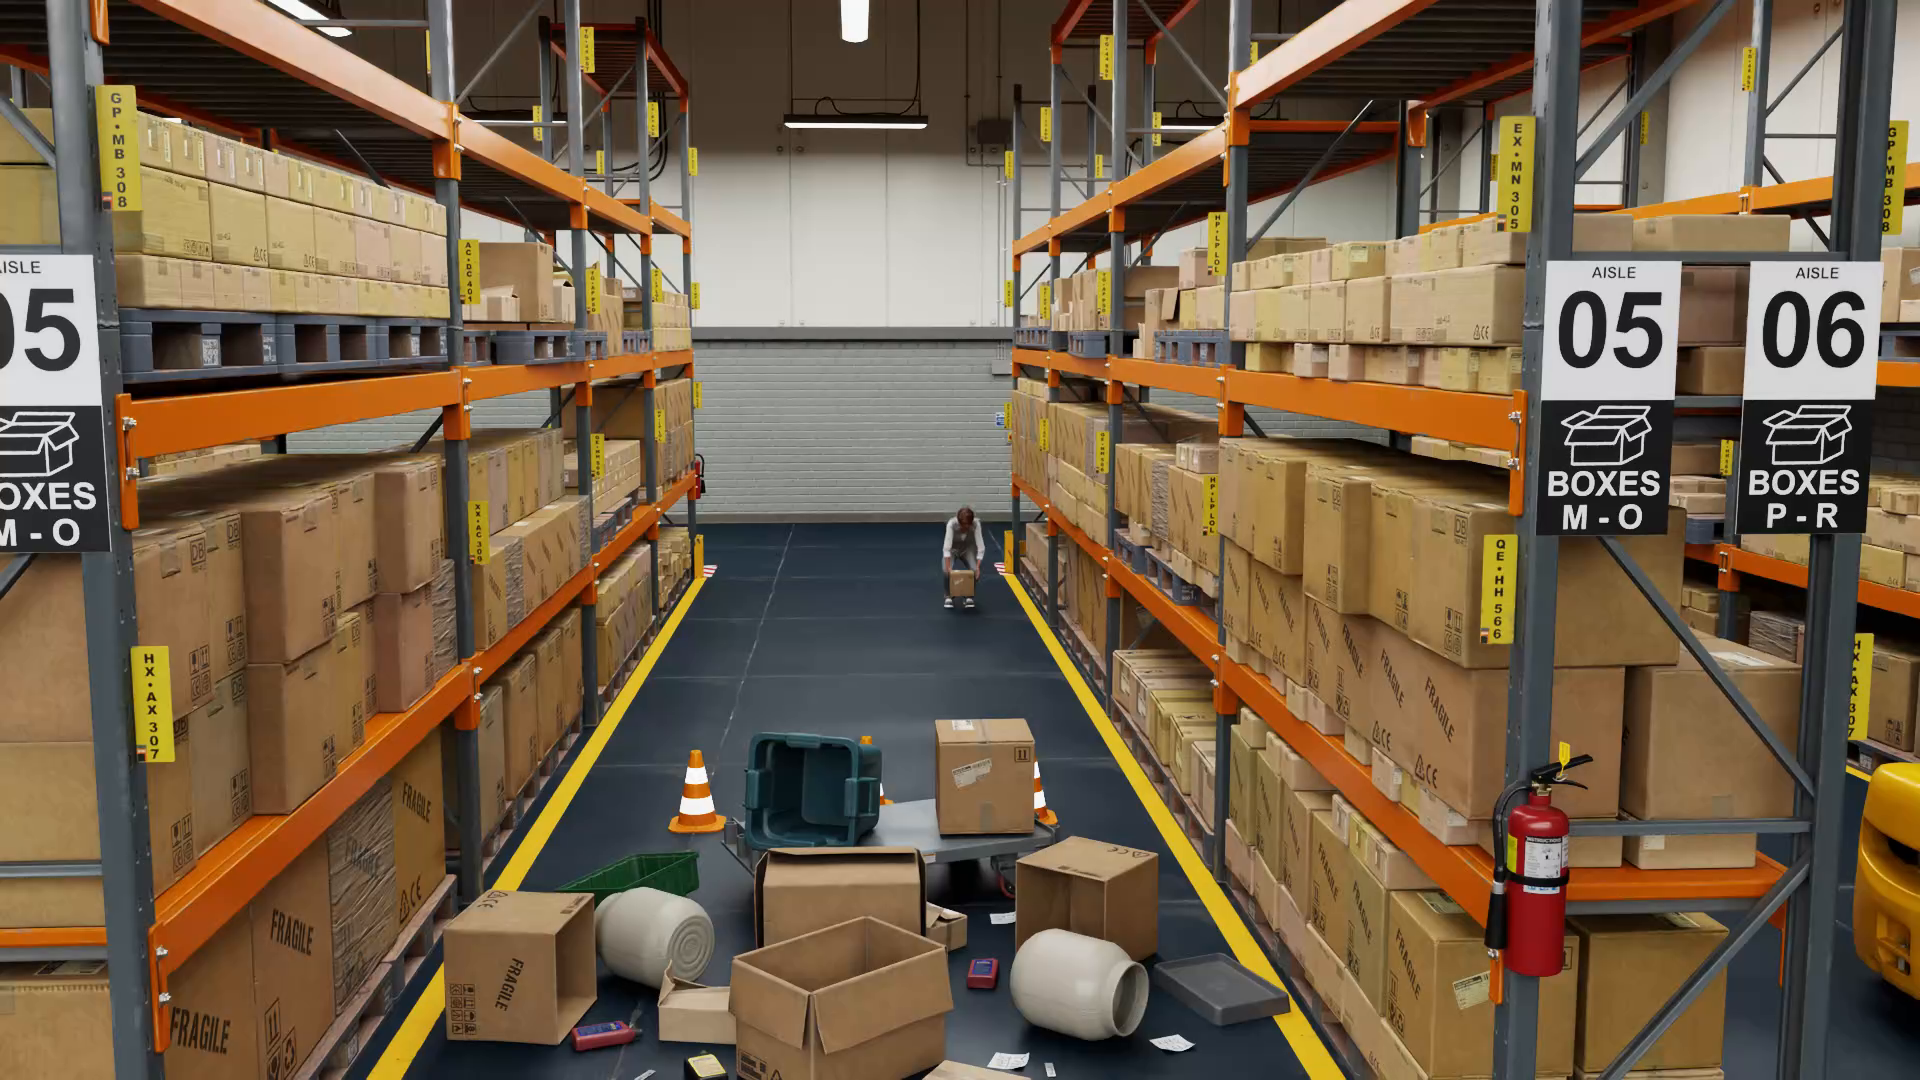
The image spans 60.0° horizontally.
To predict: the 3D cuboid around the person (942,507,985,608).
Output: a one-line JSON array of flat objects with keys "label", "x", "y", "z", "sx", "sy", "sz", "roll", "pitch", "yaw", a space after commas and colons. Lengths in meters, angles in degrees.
[{"label": "person", "x": 0.031, "y": 0.187, "z": 18.236, "sx": 0.464, "sy": 1.122, "sz": 0.730, "roll": 0, "pitch": 7, "yaw": -4}]
